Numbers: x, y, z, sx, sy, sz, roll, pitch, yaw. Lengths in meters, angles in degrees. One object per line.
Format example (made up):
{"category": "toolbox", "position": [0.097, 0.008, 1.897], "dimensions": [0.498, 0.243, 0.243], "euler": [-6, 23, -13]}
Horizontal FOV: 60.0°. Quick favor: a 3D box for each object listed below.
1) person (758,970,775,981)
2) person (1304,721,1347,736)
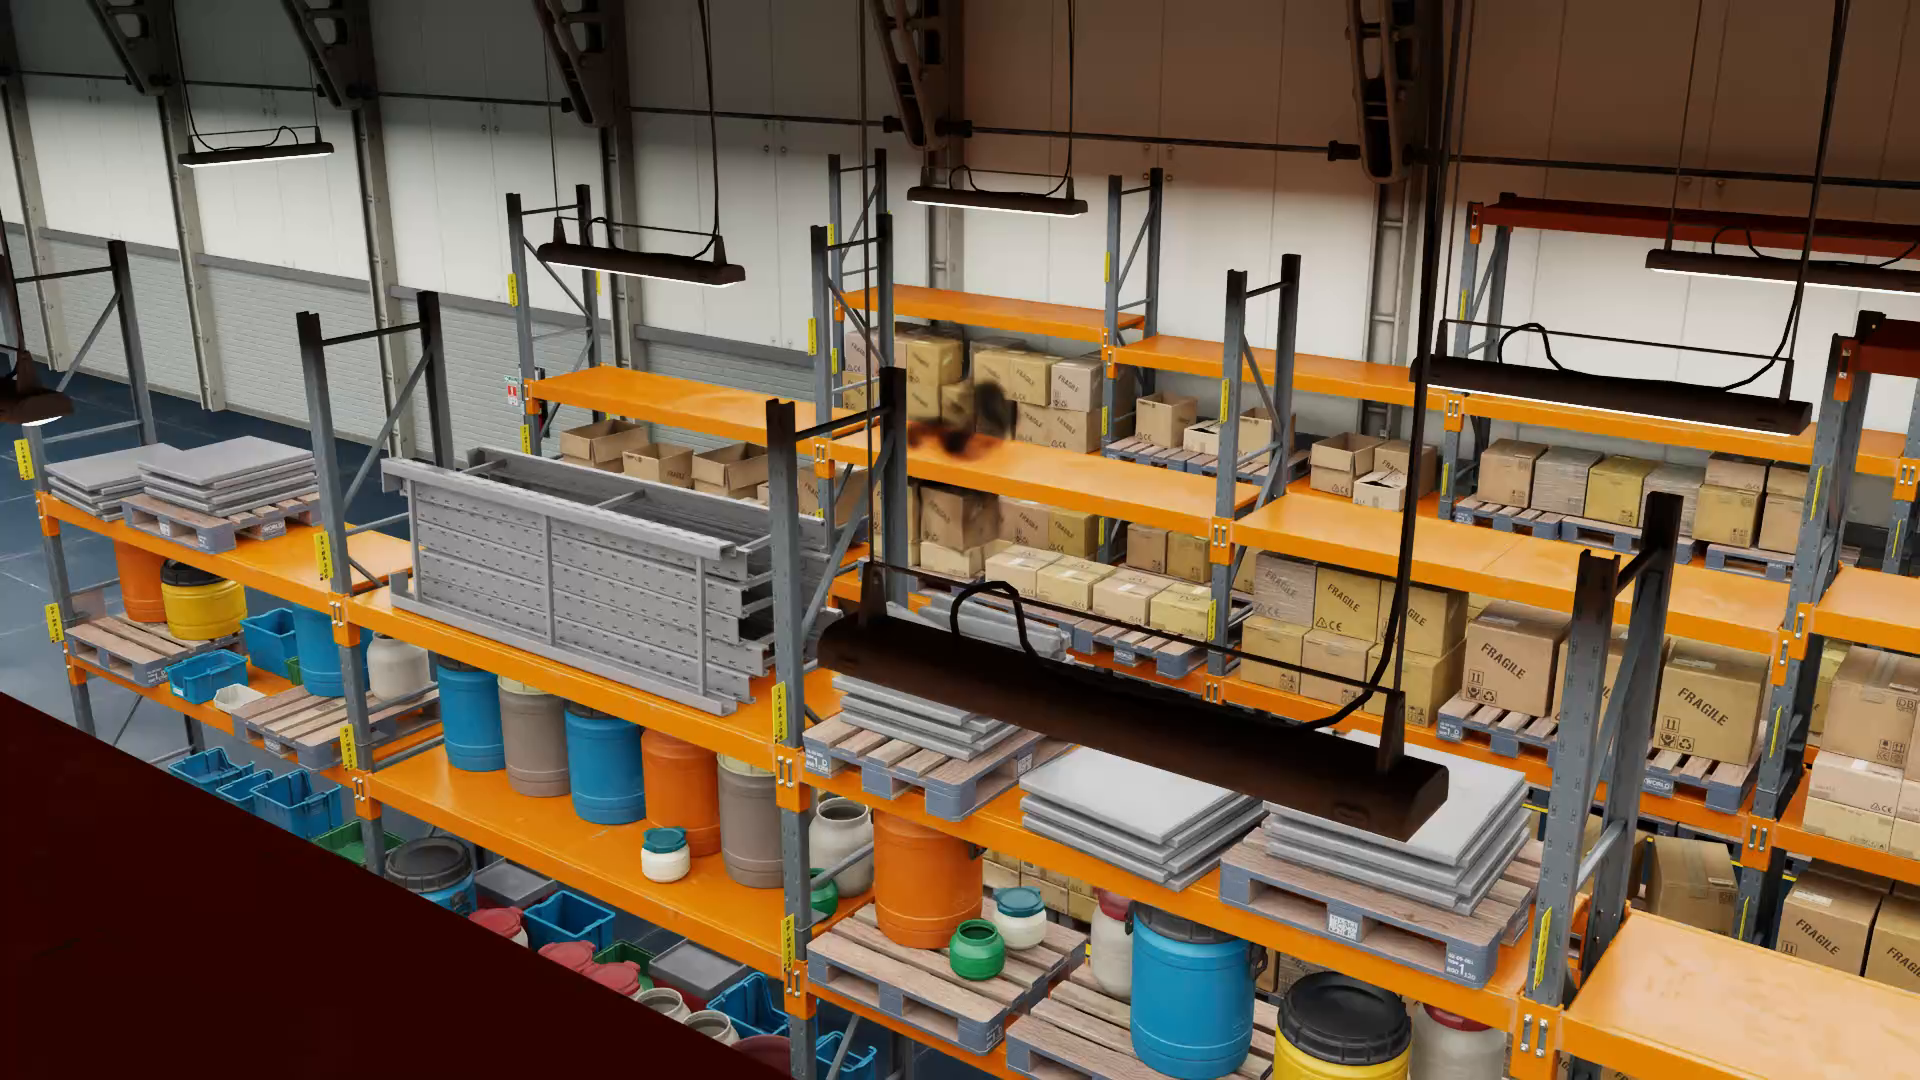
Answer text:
{"category": "person", "position": [-1.432, 2.768, 13.315], "dimensions": [0.725, 1.876, 0.654], "euler": [8, 20, 23]}
{"category": "person", "position": [3.219, 2.172, 15.346], "dimensions": [0.738, 1.788, 0.654], "euler": [10, 21, 28]}
